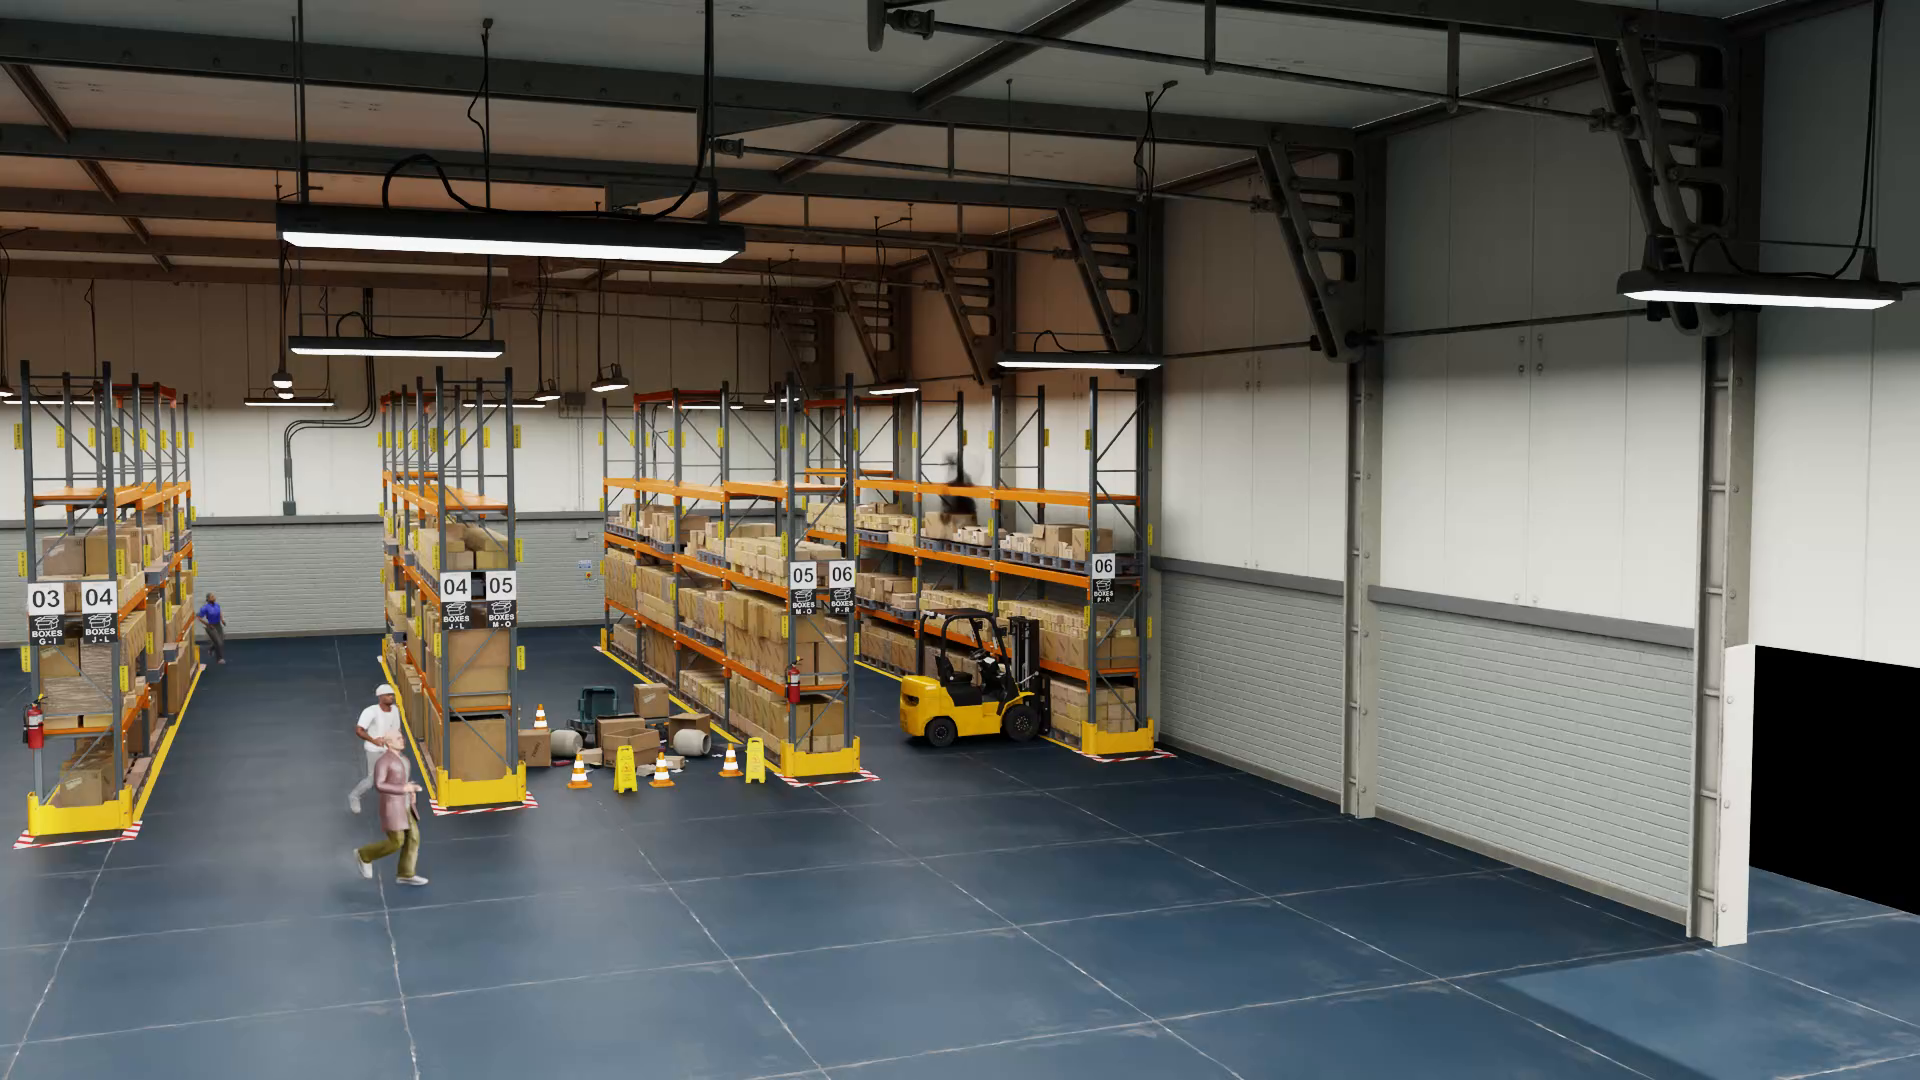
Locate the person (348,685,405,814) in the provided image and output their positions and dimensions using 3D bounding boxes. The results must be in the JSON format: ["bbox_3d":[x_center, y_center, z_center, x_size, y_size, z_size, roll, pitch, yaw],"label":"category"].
[{"bbox_3d":[-7.684,2.788,22.097,0.862,1.755,0.765,2,4,29],"label":"person"}]

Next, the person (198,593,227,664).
[{"bbox_3d":[-16.719,1.972,37.143,0.617,1.603,0.580,2,4,26],"label":"person"}]

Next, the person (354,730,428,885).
[{"bbox_3d":[-6.389,3.041,18.680,0.833,1.660,0.710,0,3,7],"label":"person"}]
